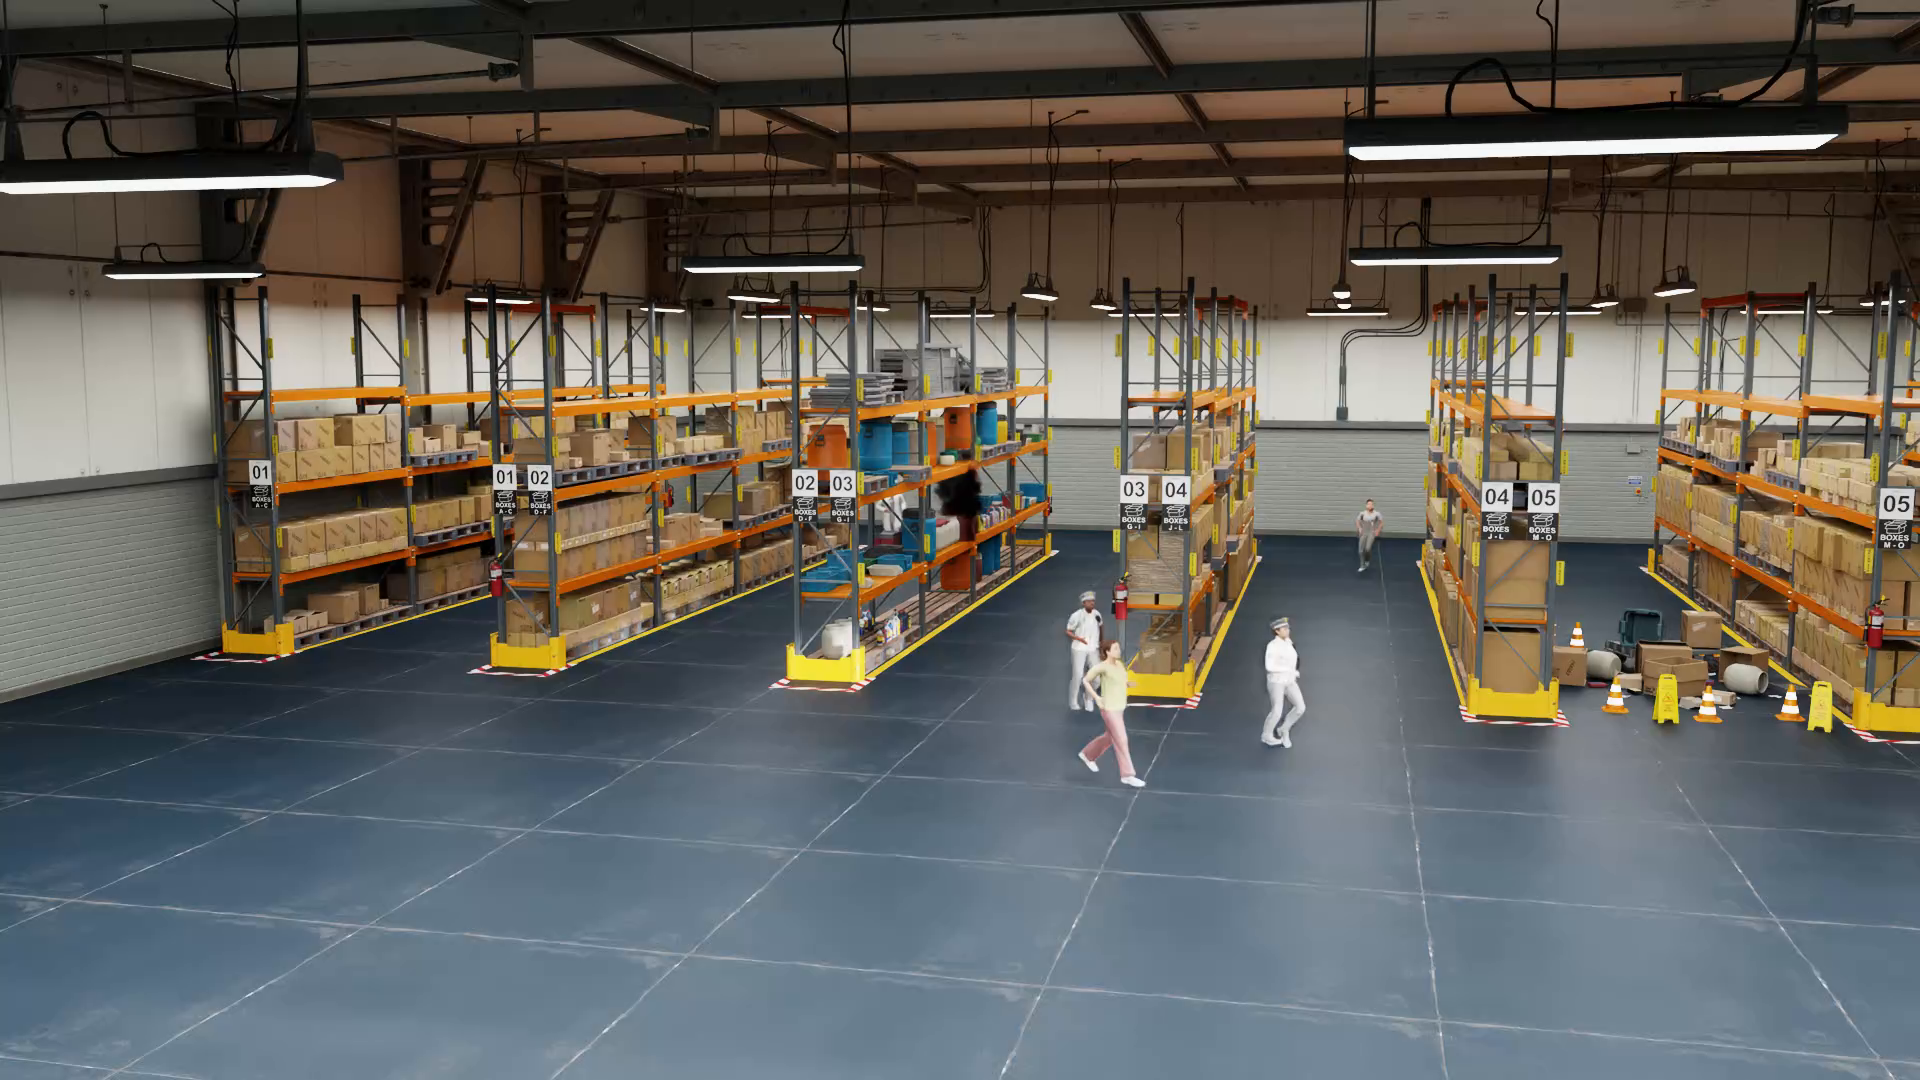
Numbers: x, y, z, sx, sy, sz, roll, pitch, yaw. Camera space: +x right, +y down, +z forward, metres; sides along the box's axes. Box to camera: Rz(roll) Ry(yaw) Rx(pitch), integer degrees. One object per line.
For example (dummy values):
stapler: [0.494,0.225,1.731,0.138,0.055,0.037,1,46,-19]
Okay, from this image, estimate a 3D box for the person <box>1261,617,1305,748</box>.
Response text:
person: [4.051,1.788,20.796,0.588,1.686,0.653,-5,8,-37]

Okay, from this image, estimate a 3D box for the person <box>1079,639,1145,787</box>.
person: [1.752,1.952,19.172,0.969,1.655,0.574,5,8,38]

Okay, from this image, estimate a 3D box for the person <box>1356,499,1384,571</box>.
person: [9.194,-0.096,37.426,0.601,1.637,0.542,3,7,25]

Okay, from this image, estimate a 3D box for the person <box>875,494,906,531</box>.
person: [-1.660,-0.438,39.779,0.740,1.855,0.864,-1,7,-5]

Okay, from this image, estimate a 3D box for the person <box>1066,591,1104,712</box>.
person: [1.769,1.548,22.992,0.627,1.708,0.604,-2,7,-16]
